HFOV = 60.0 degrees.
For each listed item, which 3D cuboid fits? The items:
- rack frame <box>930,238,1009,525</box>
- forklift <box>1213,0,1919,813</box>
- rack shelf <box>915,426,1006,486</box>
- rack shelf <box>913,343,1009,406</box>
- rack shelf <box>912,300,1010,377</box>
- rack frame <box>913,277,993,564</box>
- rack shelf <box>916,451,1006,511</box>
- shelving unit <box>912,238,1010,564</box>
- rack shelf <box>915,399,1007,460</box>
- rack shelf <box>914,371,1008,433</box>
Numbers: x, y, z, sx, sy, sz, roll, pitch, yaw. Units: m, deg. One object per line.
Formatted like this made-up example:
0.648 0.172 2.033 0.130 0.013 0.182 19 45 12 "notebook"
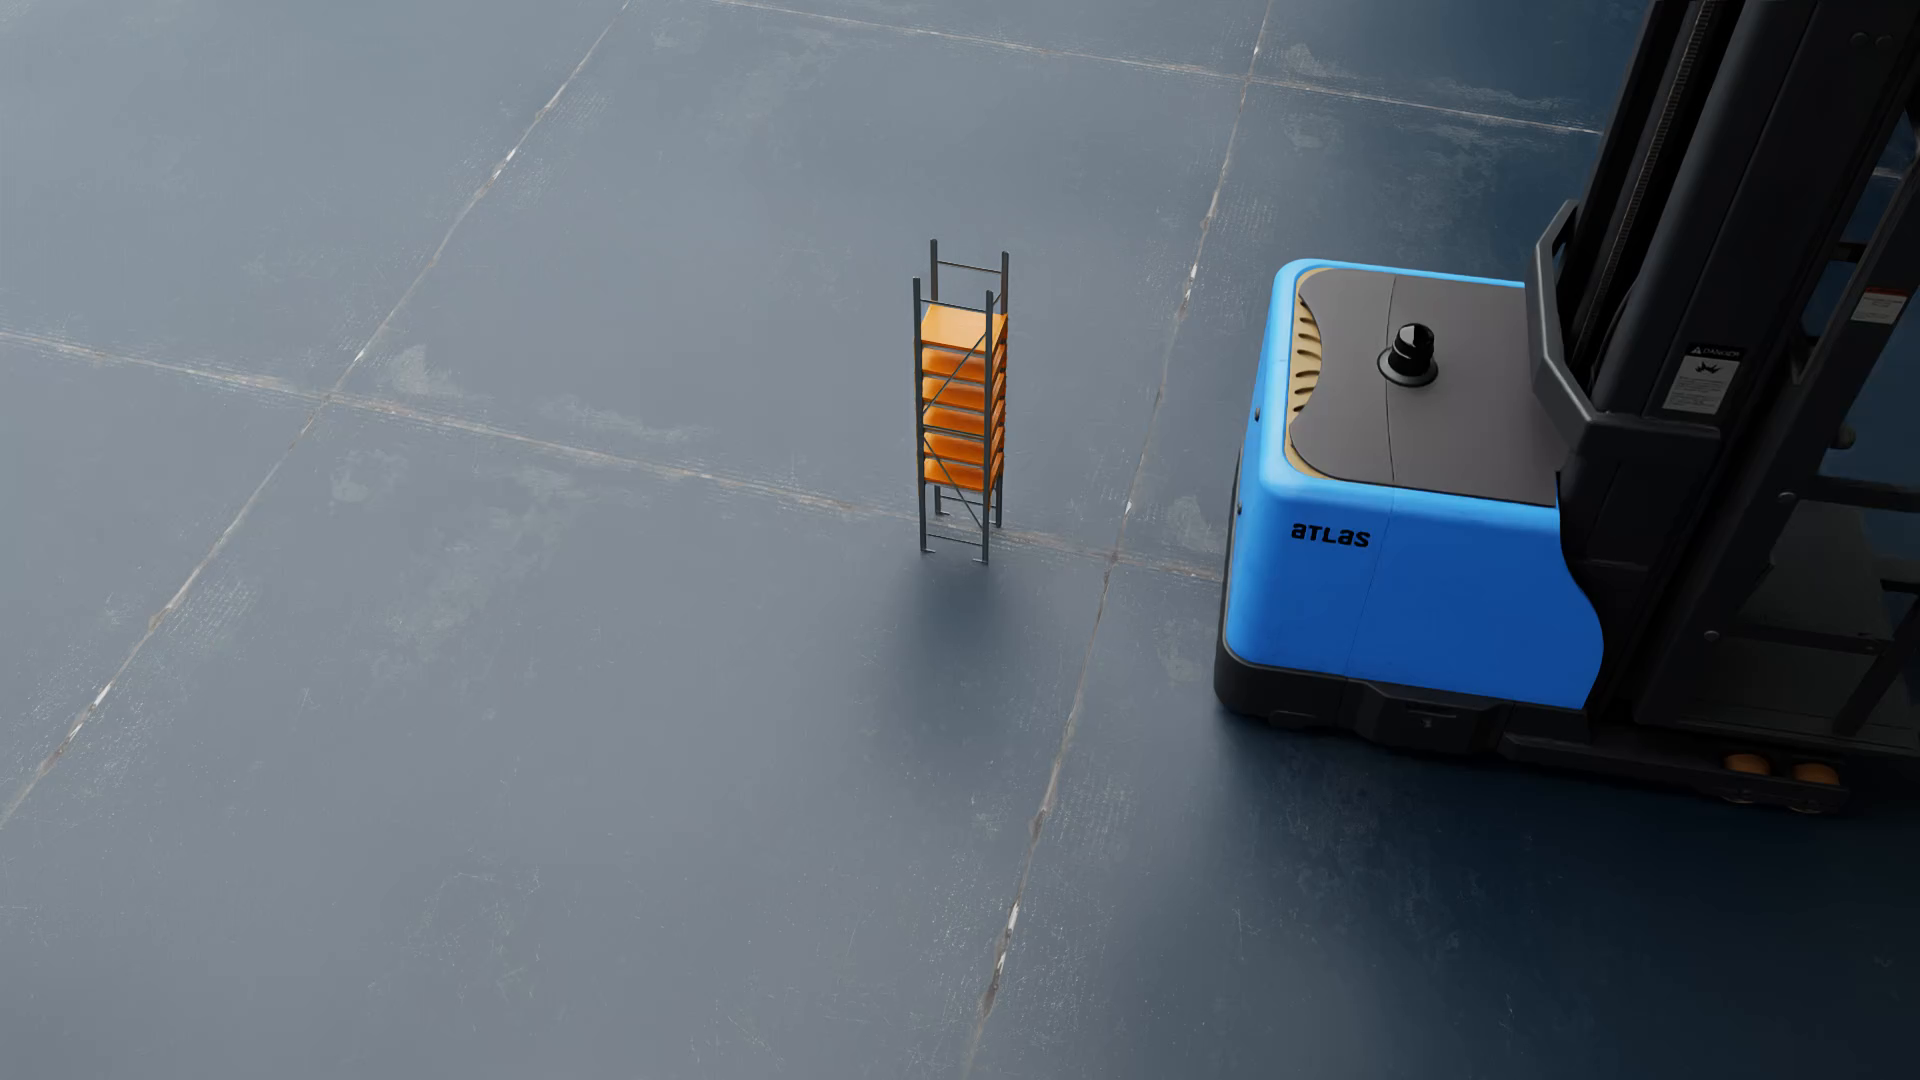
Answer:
0.028 -0.474 5.368 0.240 1.200 0.006 12 50 10 "rack frame"
2.366 -0.580 4.307 3.031 2.935 1.130 8 49 7 "forklift"
0.004 -0.299 5.433 0.258 0.103 0.180 12 50 10 "rack shelf"
0.004 -0.537 5.163 0.258 0.103 0.180 12 50 10 "rack shelf"
0.004 -0.616 5.073 0.258 0.103 0.180 12 50 10 "rack shelf"
-0.020 -0.341 5.251 0.240 1.200 0.006 12 50 10 "rack frame"
0.004 -0.219 5.523 0.258 0.103 0.180 12 50 10 "rack shelf"
0.004 -0.407 5.309 0.258 1.200 0.189 12 50 10 "shelving unit"
0.004 -0.378 5.343 0.258 0.103 0.180 12 50 10 "rack shelf"
0.004 -0.458 5.253 0.258 0.103 0.180 12 50 10 "rack shelf"
